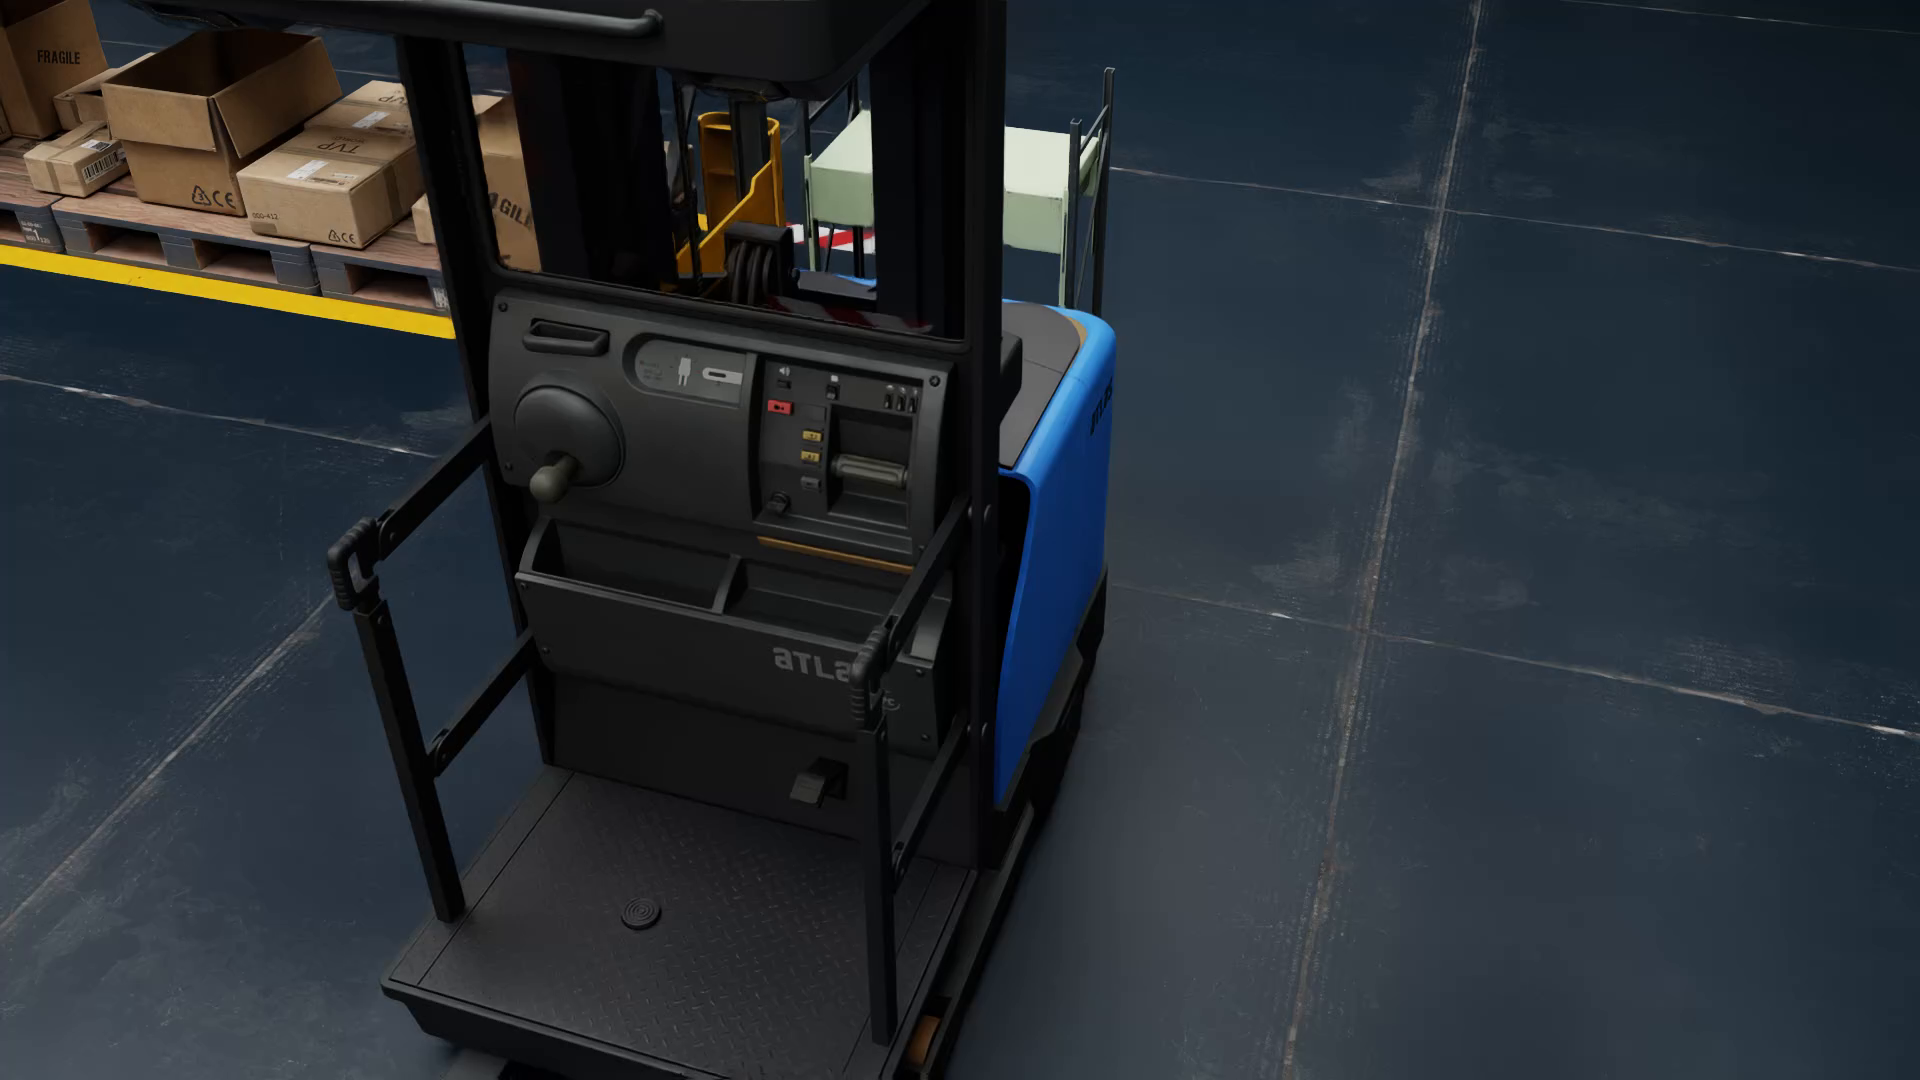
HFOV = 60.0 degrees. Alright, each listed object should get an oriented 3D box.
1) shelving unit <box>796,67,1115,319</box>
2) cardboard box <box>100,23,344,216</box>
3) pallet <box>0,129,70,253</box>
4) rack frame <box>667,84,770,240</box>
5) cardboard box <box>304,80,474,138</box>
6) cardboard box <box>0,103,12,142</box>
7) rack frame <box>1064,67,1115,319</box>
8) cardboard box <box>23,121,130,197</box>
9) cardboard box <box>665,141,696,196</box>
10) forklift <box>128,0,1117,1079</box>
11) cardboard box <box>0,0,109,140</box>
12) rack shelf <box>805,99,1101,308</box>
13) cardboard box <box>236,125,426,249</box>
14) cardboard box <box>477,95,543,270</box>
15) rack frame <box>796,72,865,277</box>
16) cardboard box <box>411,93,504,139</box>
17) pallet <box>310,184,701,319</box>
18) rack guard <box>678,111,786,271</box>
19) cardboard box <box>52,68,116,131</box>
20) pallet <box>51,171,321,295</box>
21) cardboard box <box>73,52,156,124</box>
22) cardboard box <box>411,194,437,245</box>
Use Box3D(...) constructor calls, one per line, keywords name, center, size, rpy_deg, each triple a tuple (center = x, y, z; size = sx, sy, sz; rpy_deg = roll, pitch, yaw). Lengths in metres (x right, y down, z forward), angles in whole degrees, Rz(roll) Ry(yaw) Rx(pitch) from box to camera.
Box3D(name="shelving unit", center=(-0.006, -0.605, 4.807), size=(0.755, 1.500, 0.431), rpy_deg=(10, 38, 14))
Box3D(name="cardboard box", center=(-2.997, -1.739, 6.817), size=(0.637, 0.503, 0.797), rpy_deg=(10, 38, 14))
Box3D(name="pallet", center=(-4.136, -1.651, 7.316), size=(1.213, 0.211, 1.003), rpy_deg=(10, 38, 14))
Box3D(name="rack frame", center=(-0.974, -2.189, 5.694), size=(0.127, 3.000, 1.000), rpy_deg=(10, 38, 14))
Box3D(name="cardboard box", center=(-2.363, -1.692, 6.967), size=(0.500, 0.250, 0.500), rpy_deg=(10, 38, 14))
Box3D(name="cardboard box", center=(-4.455, -1.794, 7.054), size=(0.500, 0.311, 0.500), rpy_deg=(10, 38, 14))
Box3D(name="rack frame", center=(0.343, -0.541, 4.719), size=(0.023, 1.500, 0.400), rpy_deg=(10, 38, 14))
Box3D(name="cardboard box", center=(-3.627, -1.589, 6.897), size=(0.250, 0.166, 0.380), rpy_deg=(10, 38, 14))
Box3D(name="cardboard box", center=(-1.271, -1.487, 6.773), size=(0.250, 0.149, 0.380), rpy_deg=(10, 38, 14))
Box3D(name="forklift", center=(-0.536, -0.150, 2.981), size=(1.130, 2.935, 3.031), rpy_deg=(11, 38, 15))
Box3D(name="cardboard box", center=(-4.163, -2.127, 7.346), size=(0.500, 0.500, 0.500), rpy_deg=(10, 38, 14))
Box3D(name="rack shelf", center=(-0.006, -0.919, 4.576), size=(0.720, 0.370, 0.431), rpy_deg=(10, 38, 14))
Box3D(name="cardboard box", center=(-2.464, -1.401, 6.571), size=(0.500, 0.250, 0.500), rpy_deg=(10, 38, 14))
Box3D(name="cardboard box", center=(-1.566, -1.317, 6.246), size=(0.500, 0.500, 0.500), rpy_deg=(10, 38, 14))
Box3D(name="rack frame", center=(-0.356, -0.670, 4.895), size=(0.023, 1.500, 0.400), rpy_deg=(10, 38, 14))
Box3D(name="cardboard box", center=(-1.885, -1.604, 6.847), size=(0.500, 0.250, 0.500), rpy_deg=(10, 38, 14))
Box3D(name="pallet", center=(-1.807, -1.220, 6.730), size=(1.213, 0.211, 1.003), rpy_deg=(10, 38, 14))
Box3D(name="rack guard", center=(-1.046, -1.196, 6.453), size=(0.348, 0.500, 1.175), rpy_deg=(10, 38, 14))
Box3D(name="cardboard box", center=(-3.787, -1.953, 7.407), size=(0.250, 0.149, 0.380), rpy_deg=(10, 38, 14))
Box3D(name="pallet", center=(-2.968, -1.437, 7.024), size=(1.213, 0.211, 1.003), rpy_deg=(10, 38, 14))
Box3D(name="cardboard box", center=(-3.447, -1.918, 7.222), size=(0.500, 0.311, 0.500), rpy_deg=(10, 38, 14))
Box3D(name="cardboard box", center=(-1.926, -1.305, 6.511), size=(0.250, 0.166, 0.380), rpy_deg=(10, 38, 14))
